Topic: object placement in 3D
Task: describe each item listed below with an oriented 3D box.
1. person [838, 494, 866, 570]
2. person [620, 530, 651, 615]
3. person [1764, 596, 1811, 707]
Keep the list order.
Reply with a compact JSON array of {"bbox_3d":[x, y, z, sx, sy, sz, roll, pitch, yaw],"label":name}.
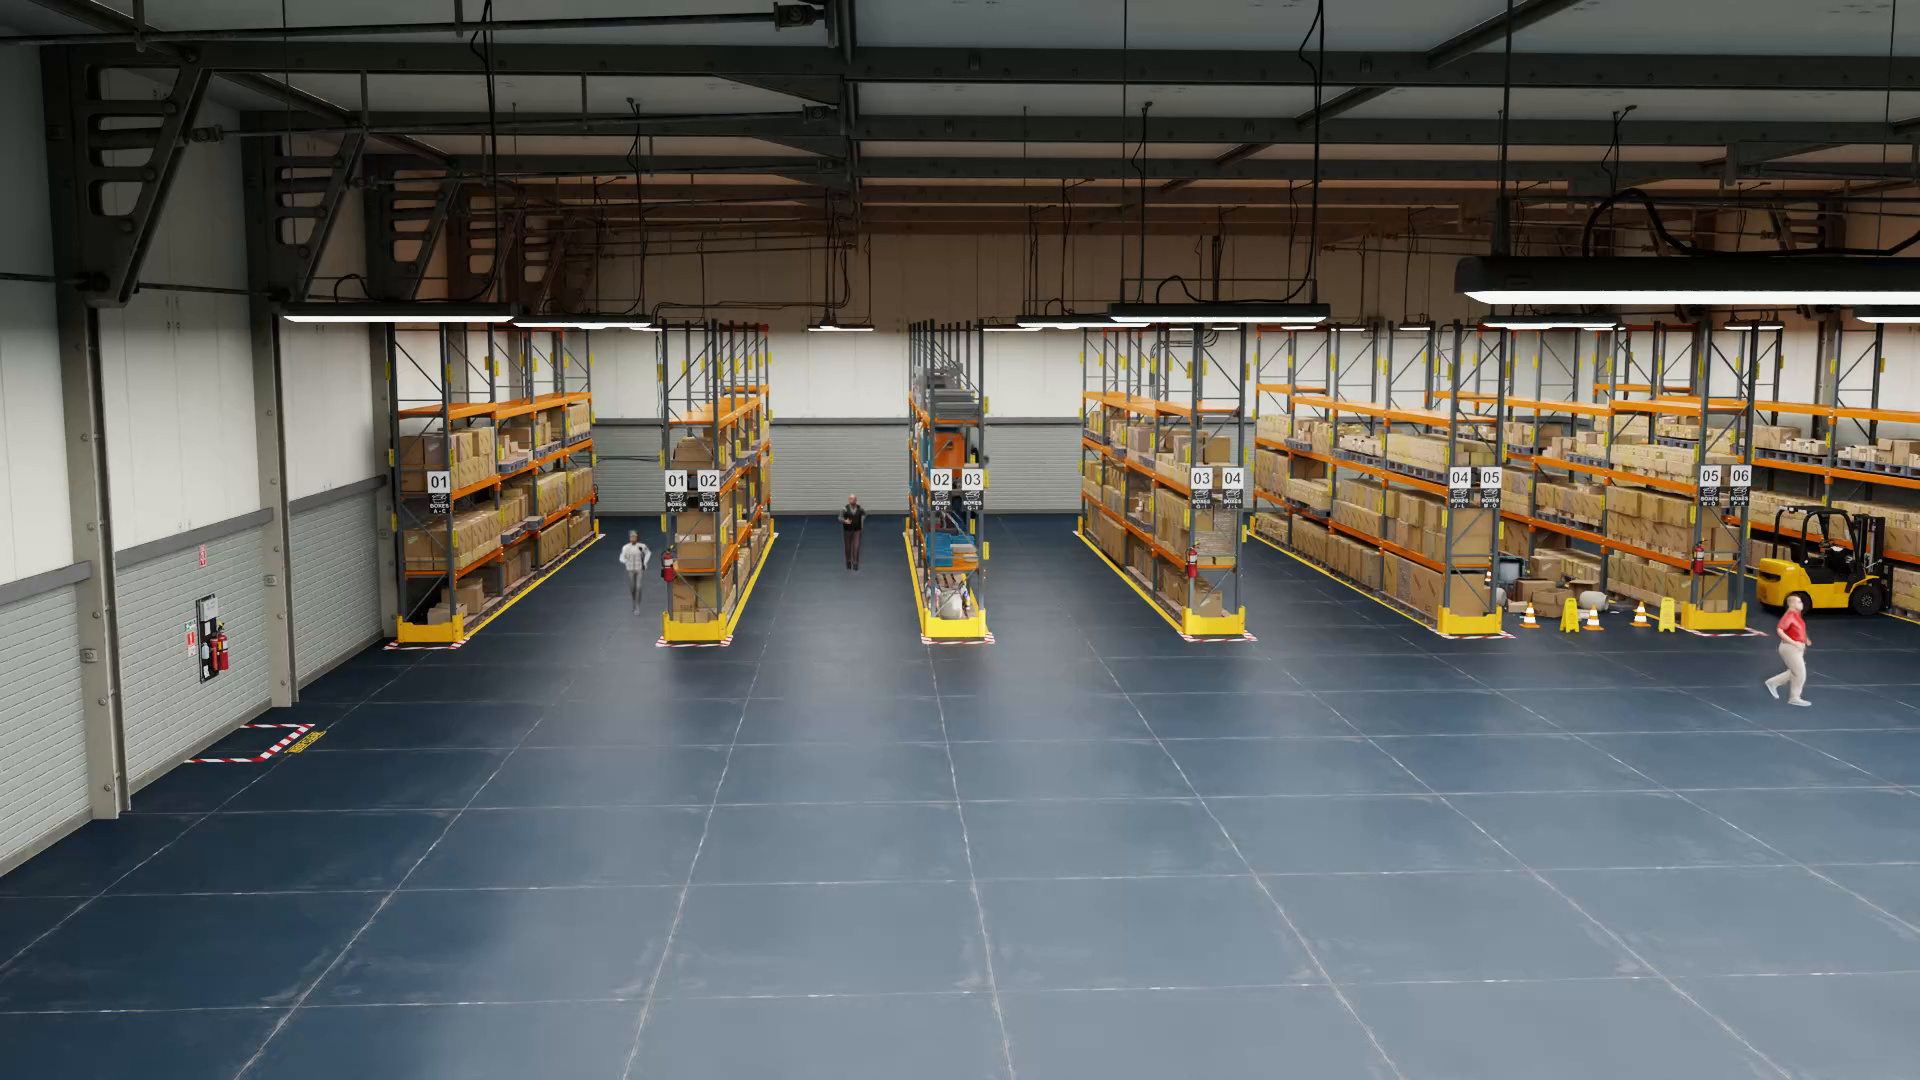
[{"bbox_3d":[-2.478,-0.176,38.450,0.666,1.760,0.843,-1,7,-9],"label":"person"},{"bbox_3d":[-6.706,0.641,34.329,0.613,1.712,0.923,-1,7,-5],"label":"person"},{"bbox_3d":[12.883,1.705,25.787,0.681,1.693,0.690,5,9,37],"label":"person"}]
